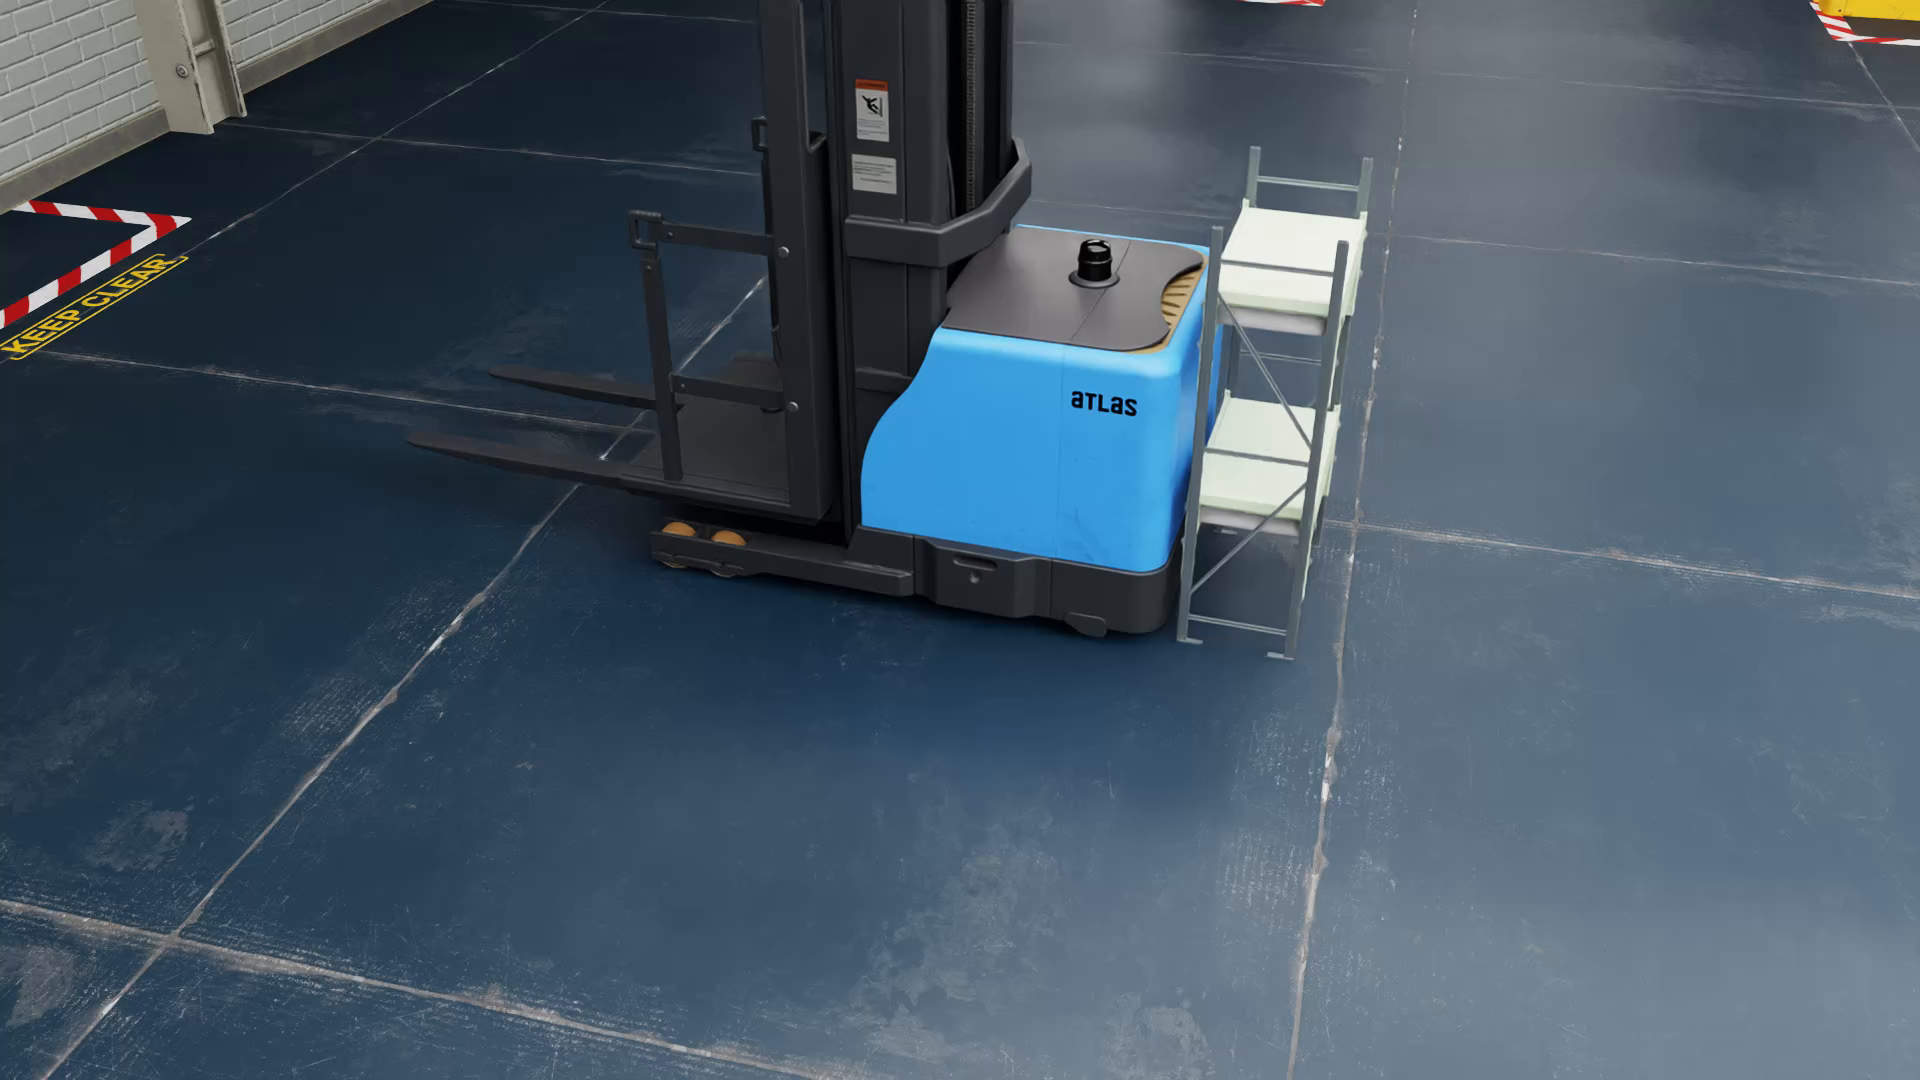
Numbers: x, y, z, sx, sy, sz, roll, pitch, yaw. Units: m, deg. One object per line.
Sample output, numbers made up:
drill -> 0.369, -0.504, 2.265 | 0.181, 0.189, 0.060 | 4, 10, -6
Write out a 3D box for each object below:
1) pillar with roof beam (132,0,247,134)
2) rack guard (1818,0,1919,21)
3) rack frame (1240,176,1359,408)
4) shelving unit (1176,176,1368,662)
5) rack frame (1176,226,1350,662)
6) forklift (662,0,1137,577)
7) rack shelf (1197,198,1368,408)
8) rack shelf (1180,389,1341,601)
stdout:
pillar with roof beam -> -0.514, -5.808, 6.998 | 9.100, 9.000, 0.400 | 8, 33, 12
rack guard -> 7.060, -4.137, 12.291 | 1.175, 0.500, 0.348 | 8, 33, 12
rack frame -> 1.152, -0.634, 5.849 | 0.380, 1.308, 0.010 | 9, 34, 14
shelving unit -> 1.042, -0.445, 5.552 | 0.431, 1.500, 0.748 | 9, 34, 14
rack frame -> 0.935, -0.259, 5.259 | 0.400, 1.500, 0.023 | 9, 34, 14
forklift -> 10.566, -2.518, 7.538 | 20.805, 2.867, 12.119 | 10, 34, 15
rack shelf -> 1.043, -0.776, 5.345 | 0.431, 0.370, 0.720 | 9, 34, 14
rack shelf -> 1.043, -0.172, 5.730 | 0.431, 0.370, 0.720 | 9, 34, 14
